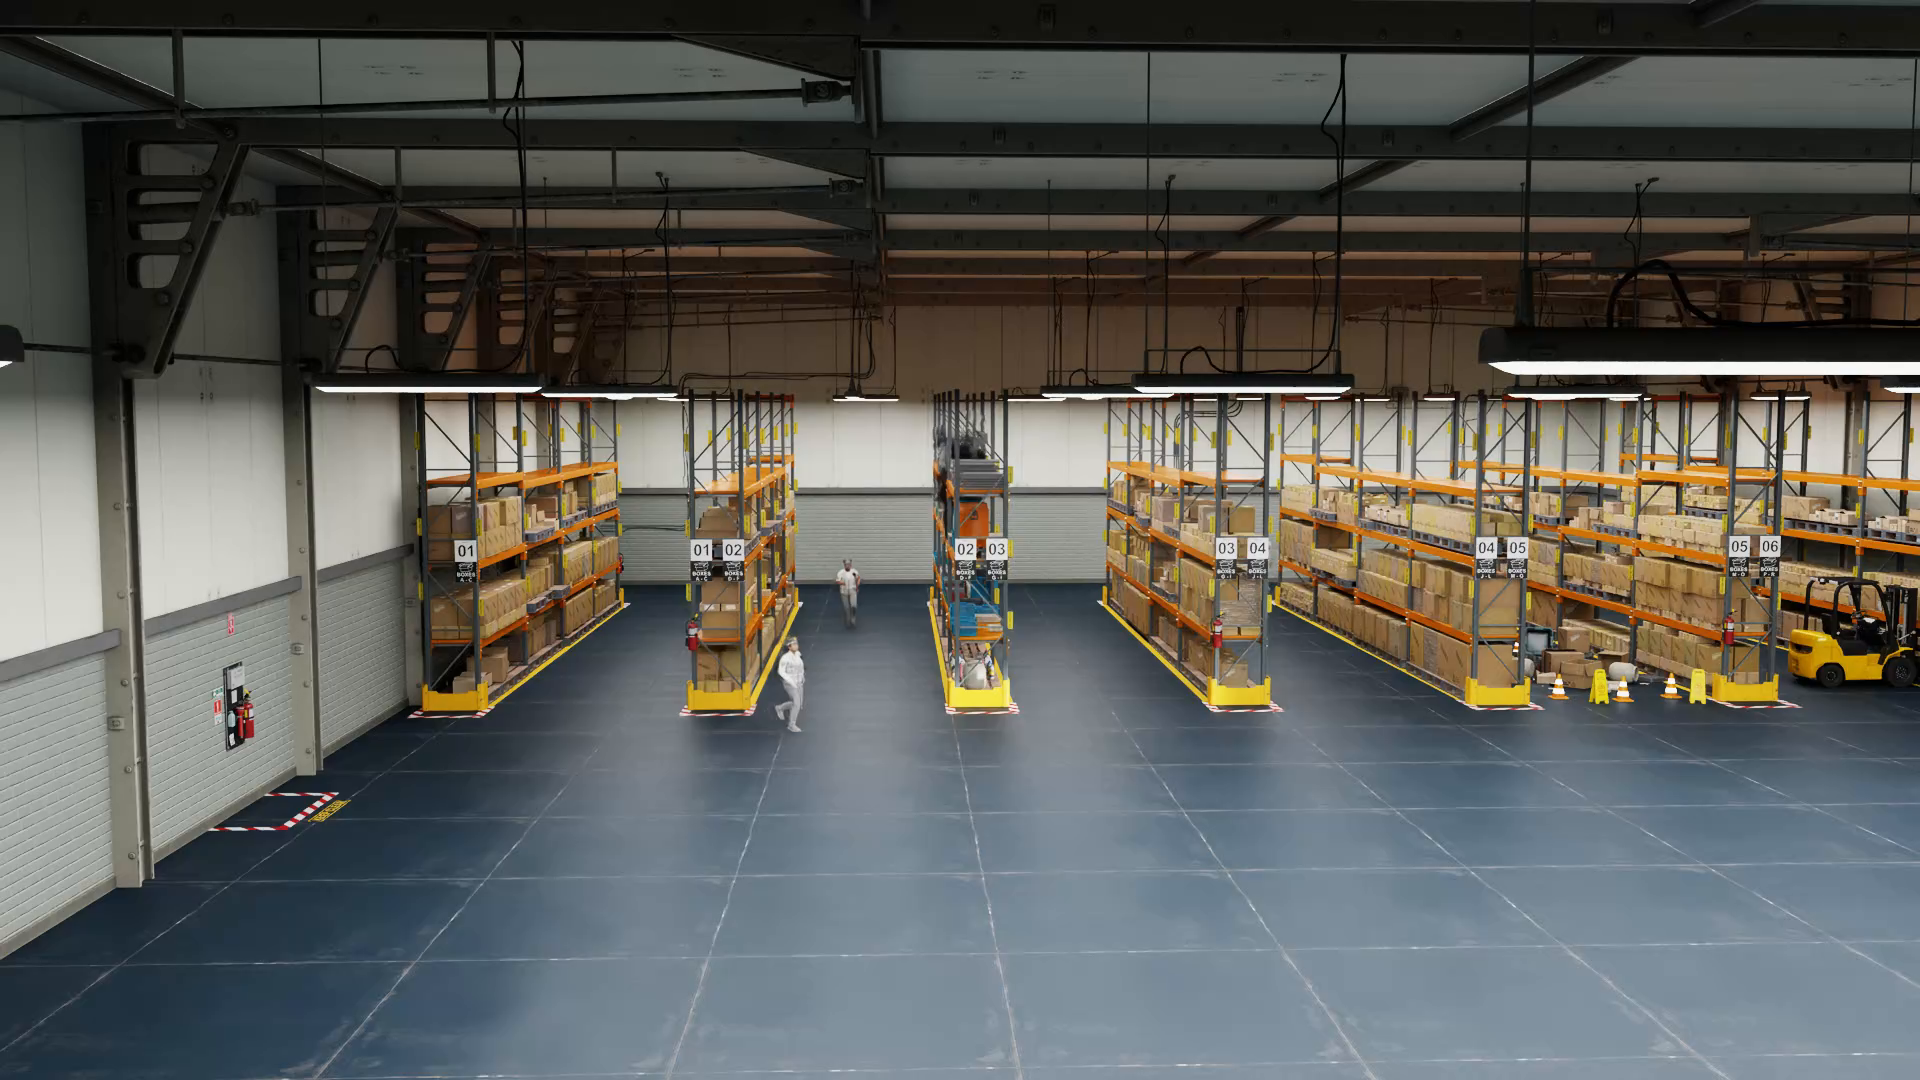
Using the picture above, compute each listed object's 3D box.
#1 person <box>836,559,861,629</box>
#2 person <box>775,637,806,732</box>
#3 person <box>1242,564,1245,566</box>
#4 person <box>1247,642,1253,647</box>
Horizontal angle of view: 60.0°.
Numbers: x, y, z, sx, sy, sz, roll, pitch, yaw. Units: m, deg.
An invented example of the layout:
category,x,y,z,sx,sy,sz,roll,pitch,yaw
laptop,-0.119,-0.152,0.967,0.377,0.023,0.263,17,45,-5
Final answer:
category,x,y,z,sx,sy,sz,roll,pitch,yaw
person,-2.853,1.387,42.556,0.638,1.839,0.767,0,5,-6
person,-3.004,2.517,29.262,0.601,1.681,0.626,3,6,33
person,8.047,0.927,48.245,0.597,1.731,0.740,-4,6,-38
person,6.791,1.669,39.690,0.621,1.689,0.819,0,5,-6
